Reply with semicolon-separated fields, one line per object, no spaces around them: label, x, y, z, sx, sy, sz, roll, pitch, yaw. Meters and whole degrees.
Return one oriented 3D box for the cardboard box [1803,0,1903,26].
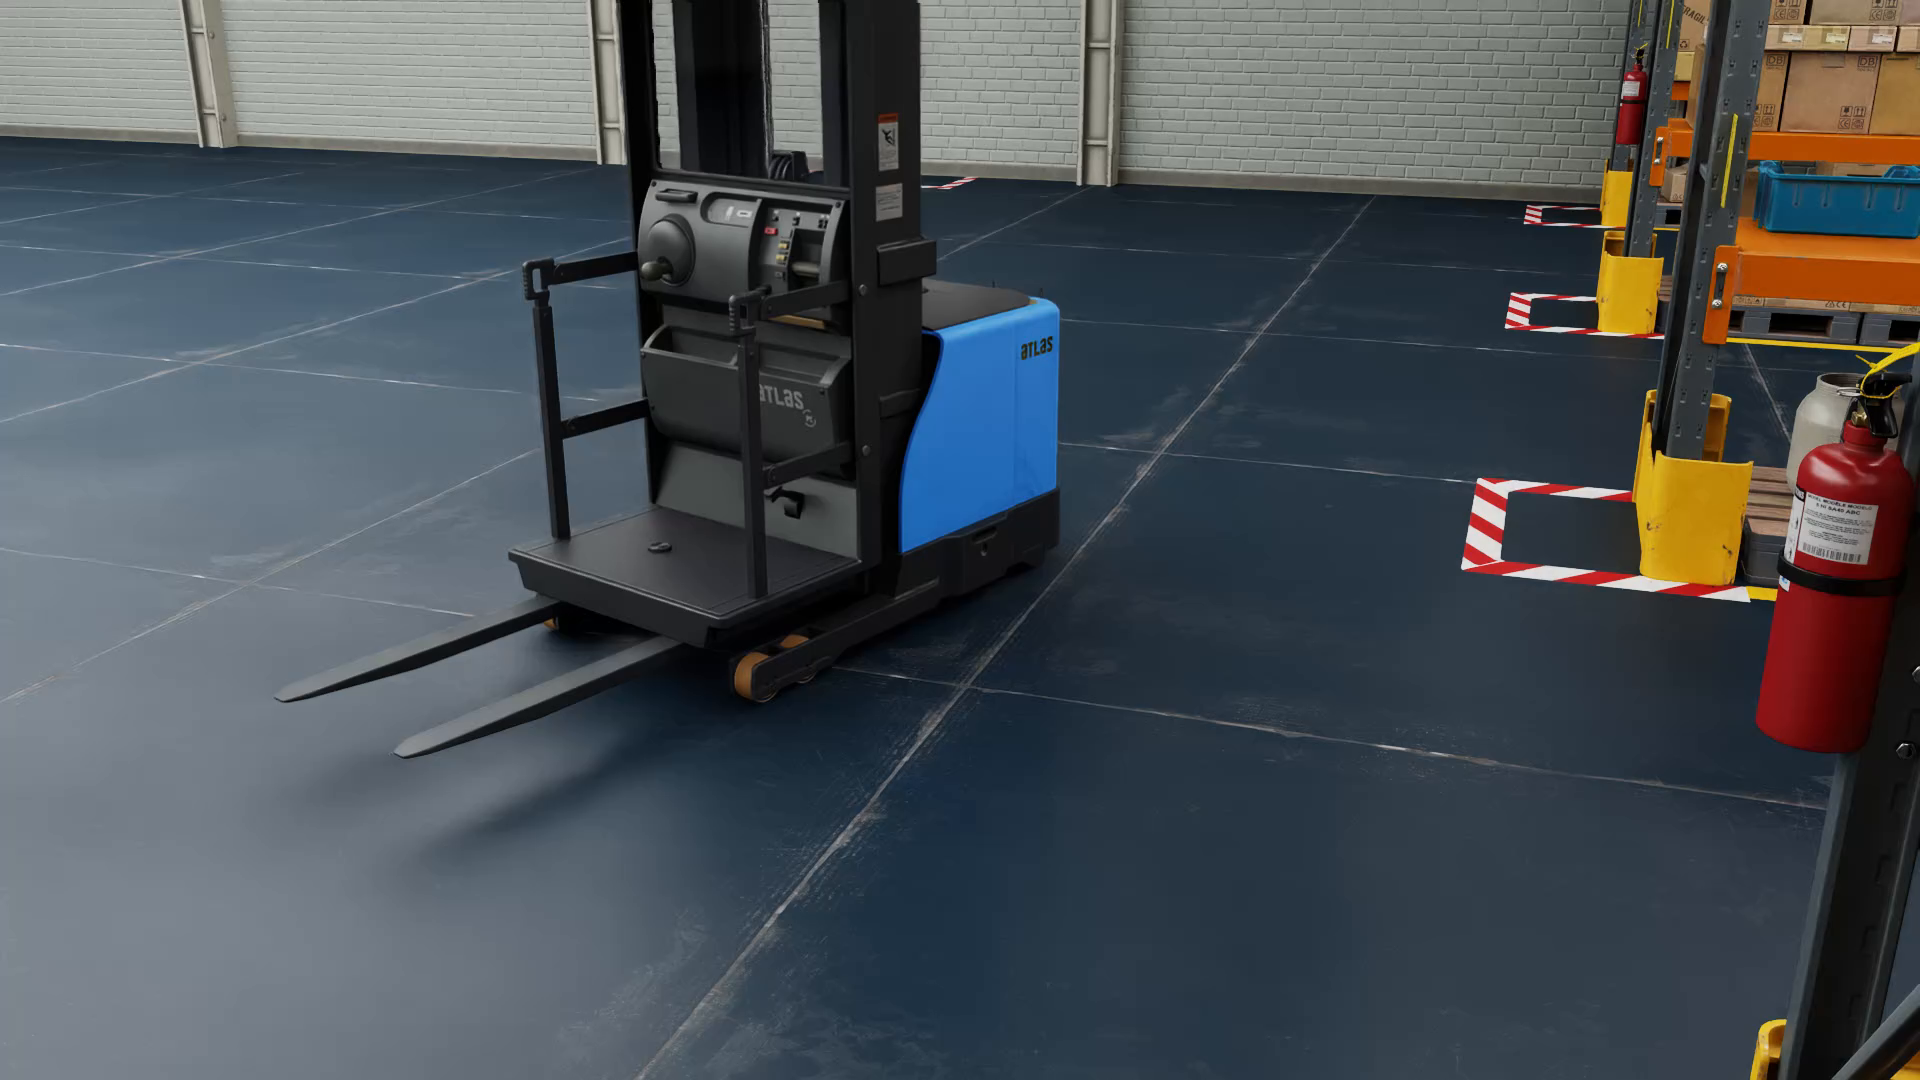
cardboard box;5.602;-3.505;10.452;0.500;0.500;0.700;6;20;17

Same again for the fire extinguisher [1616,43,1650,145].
fire extinguisher;4.657;-3.081;11.476;0.183;0.674;0.296;7;20;18

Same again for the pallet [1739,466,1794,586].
pallet;3.840;-0.021;6.816;1.213;0.211;1.003;7;20;18

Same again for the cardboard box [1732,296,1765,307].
cardboard box;5.050;-1.733;11.031;0.500;0.250;0.500;7;20;18

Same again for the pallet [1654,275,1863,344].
pallet;5.353;-1.574;11.272;1.213;0.211;1.003;7;20;18

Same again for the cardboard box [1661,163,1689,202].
cardboard box;6.863;-3.337;15.508;0.500;0.311;0.500;4;20;12

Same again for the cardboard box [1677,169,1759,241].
cardboard box;5.221;-2.249;11.372;0.500;0.500;0.500;7;20;18

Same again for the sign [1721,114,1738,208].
sign;2.803;-1.381;6.061;0.005;0.325;0.100;7;20;18

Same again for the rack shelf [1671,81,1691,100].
rack shelf;8.128;-3.946;14.931;4.000;0.370;1.077;7;20;18

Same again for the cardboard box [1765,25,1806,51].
cardboard box;5.167;-3.177;10.496;0.250;0.149;0.380;6;20;17

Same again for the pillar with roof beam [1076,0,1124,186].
pillar with roof beam;0.103;-6.837;13.019;0.400;9.000;9.100;7;20;18

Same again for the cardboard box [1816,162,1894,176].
cardboard box;8.078;-3.270;15.028;0.500;0.500;0.700;5;20;15

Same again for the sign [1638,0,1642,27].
sign;6.061;-4.741;14.806;0.005;0.325;0.100;7;20;18

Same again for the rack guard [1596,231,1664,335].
rack guard;4.594;-1.783;11.431;0.348;0.500;1.175;7;20;18

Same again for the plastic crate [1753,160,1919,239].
plastic crate;3.558;-1.390;6.732;0.616;0.251;0.499;7;20;18

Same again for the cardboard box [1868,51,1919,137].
cardboard box;6.018;-2.843;10.523;0.500;0.500;0.700;7;20;18

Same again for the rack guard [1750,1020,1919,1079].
rack guard;1.434;1.308;2.565;0.348;0.500;1.175;7;20;18

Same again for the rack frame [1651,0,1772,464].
rack frame;2.987;-1.421;6.595;0.127;3.000;1.000;7;20;18

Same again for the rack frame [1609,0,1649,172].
rack frame;6.239;-4.501;15.432;0.127;3.000;1.000;7;20;18

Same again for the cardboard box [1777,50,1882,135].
cardboard box;5.551;-2.898;10.682;0.500;0.500;0.700;7;20;19

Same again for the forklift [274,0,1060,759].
forklift;-0.891;-1.026;5.567;1.130;2.935;3.031;14;24;35

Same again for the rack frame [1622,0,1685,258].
rack frame;4.617;-2.961;11.013;0.127;3.000;1.000;7;20;18

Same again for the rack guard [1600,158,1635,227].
rack guard;6.310;-3.313;15.820;0.348;0.500;1.175;7;20;18

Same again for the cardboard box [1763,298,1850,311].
cardboard box;5.524;-1.681;10.880;0.500;0.250;0.500;7;20;18

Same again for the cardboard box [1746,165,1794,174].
cardboard box;7.401;-3.275;15.331;0.500;0.311;0.500;8;21;23

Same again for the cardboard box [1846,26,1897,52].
cardboard box;5.640;-3.122;10.338;0.250;0.149;0.380;6;20;17

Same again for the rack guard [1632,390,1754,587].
rack guard;3.075;-0.247;7.025;0.348;0.500;1.175;7;20;18

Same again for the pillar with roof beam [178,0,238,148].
pillar with roof beam;-11.232;-8.133;16.737;0.400;9.000;9.100;7;20;18

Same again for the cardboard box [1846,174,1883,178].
cardboard box;6.170;-2.146;11.075;0.500;0.500;0.500;7;20;18

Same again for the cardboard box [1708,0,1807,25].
cardboard box;5.103;-3.560;10.610;0.500;0.500;0.700;7;20;18

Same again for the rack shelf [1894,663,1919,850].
rack shelf;3.251;0.675;1.676;4.000;0.370;1.077;7;20;18

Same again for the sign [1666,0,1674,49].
sign;4.429;-3.235;10.364;0.005;0.325;0.100;7;20;18

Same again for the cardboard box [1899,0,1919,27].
cardboard box;6.078;-3.451;10.297;0.500;0.500;0.700;7;20;18

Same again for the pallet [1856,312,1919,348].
pallet;6.501;-1.442;10.892;1.213;0.211;1.003;7;20;18

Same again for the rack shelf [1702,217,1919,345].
rack shelf;4.877;-0.865;6.094;4.000;0.370;1.077;7;20;18

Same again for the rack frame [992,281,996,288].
rack frame;0.086;-0.573;7.122;0.008;1.050;0.200;14;23;35

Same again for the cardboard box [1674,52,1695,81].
cardboard box;6.595;-4.288;15.019;0.500;0.250;0.500;6;20;16

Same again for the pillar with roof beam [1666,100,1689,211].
pillar with roof beam;5.771;-6.189;11.160;0.400;9.000;9.100;7;20;18

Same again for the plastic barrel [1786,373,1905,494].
plastic barrel;3.634;-0.397;6.800;0.421;0.512;0.421;0;19;0

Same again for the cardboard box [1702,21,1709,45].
cardboard box;5.040;-3.332;10.941;0.250;0.149;0.380;6;20;17

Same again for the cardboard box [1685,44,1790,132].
cardboard box;5.053;-2.953;10.840;0.500;0.500;0.700;7;20;18

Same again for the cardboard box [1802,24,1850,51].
cardboard box;5.402;-3.150;10.418;0.250;0.149;0.380;7;20;18

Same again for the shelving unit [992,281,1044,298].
shelving unit;0.183;-0.548;7.051;0.252;1.050;0.215;14;23;35

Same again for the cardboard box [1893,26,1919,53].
cardboard box;5.892;-3.094;10.257;0.250;0.149;0.380;6;20;16

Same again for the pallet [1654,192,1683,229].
pallet;7.066;-3.078;15.585;1.213;0.211;1.003;7;20;18

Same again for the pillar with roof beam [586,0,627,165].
pillar with roof beam;-5.564;-7.485;14.878;0.400;9.000;9.100;7;20;18

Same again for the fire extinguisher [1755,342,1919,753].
fire extinguisher;1.405;0.000;2.637;0.183;0.674;0.296;7;20;18

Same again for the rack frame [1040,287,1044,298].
rack frame;0.280;-0.524;6.981;0.008;1.050;0.200;14;23;35

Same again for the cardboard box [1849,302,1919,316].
cardboard box;5.996;-1.626;10.724;0.500;0.250;0.500;7;20;18

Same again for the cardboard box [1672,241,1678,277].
cardboard box;5.220;-1.895;11.493;0.500;0.250;0.500;7;20;18

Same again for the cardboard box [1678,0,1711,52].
cardboard box;6.591;-4.649;14.914;0.500;0.500;0.500;7;20;18

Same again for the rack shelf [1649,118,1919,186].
rack shelf;6.506;-2.405;10.511;4.000;0.370;1.077;7;20;18
